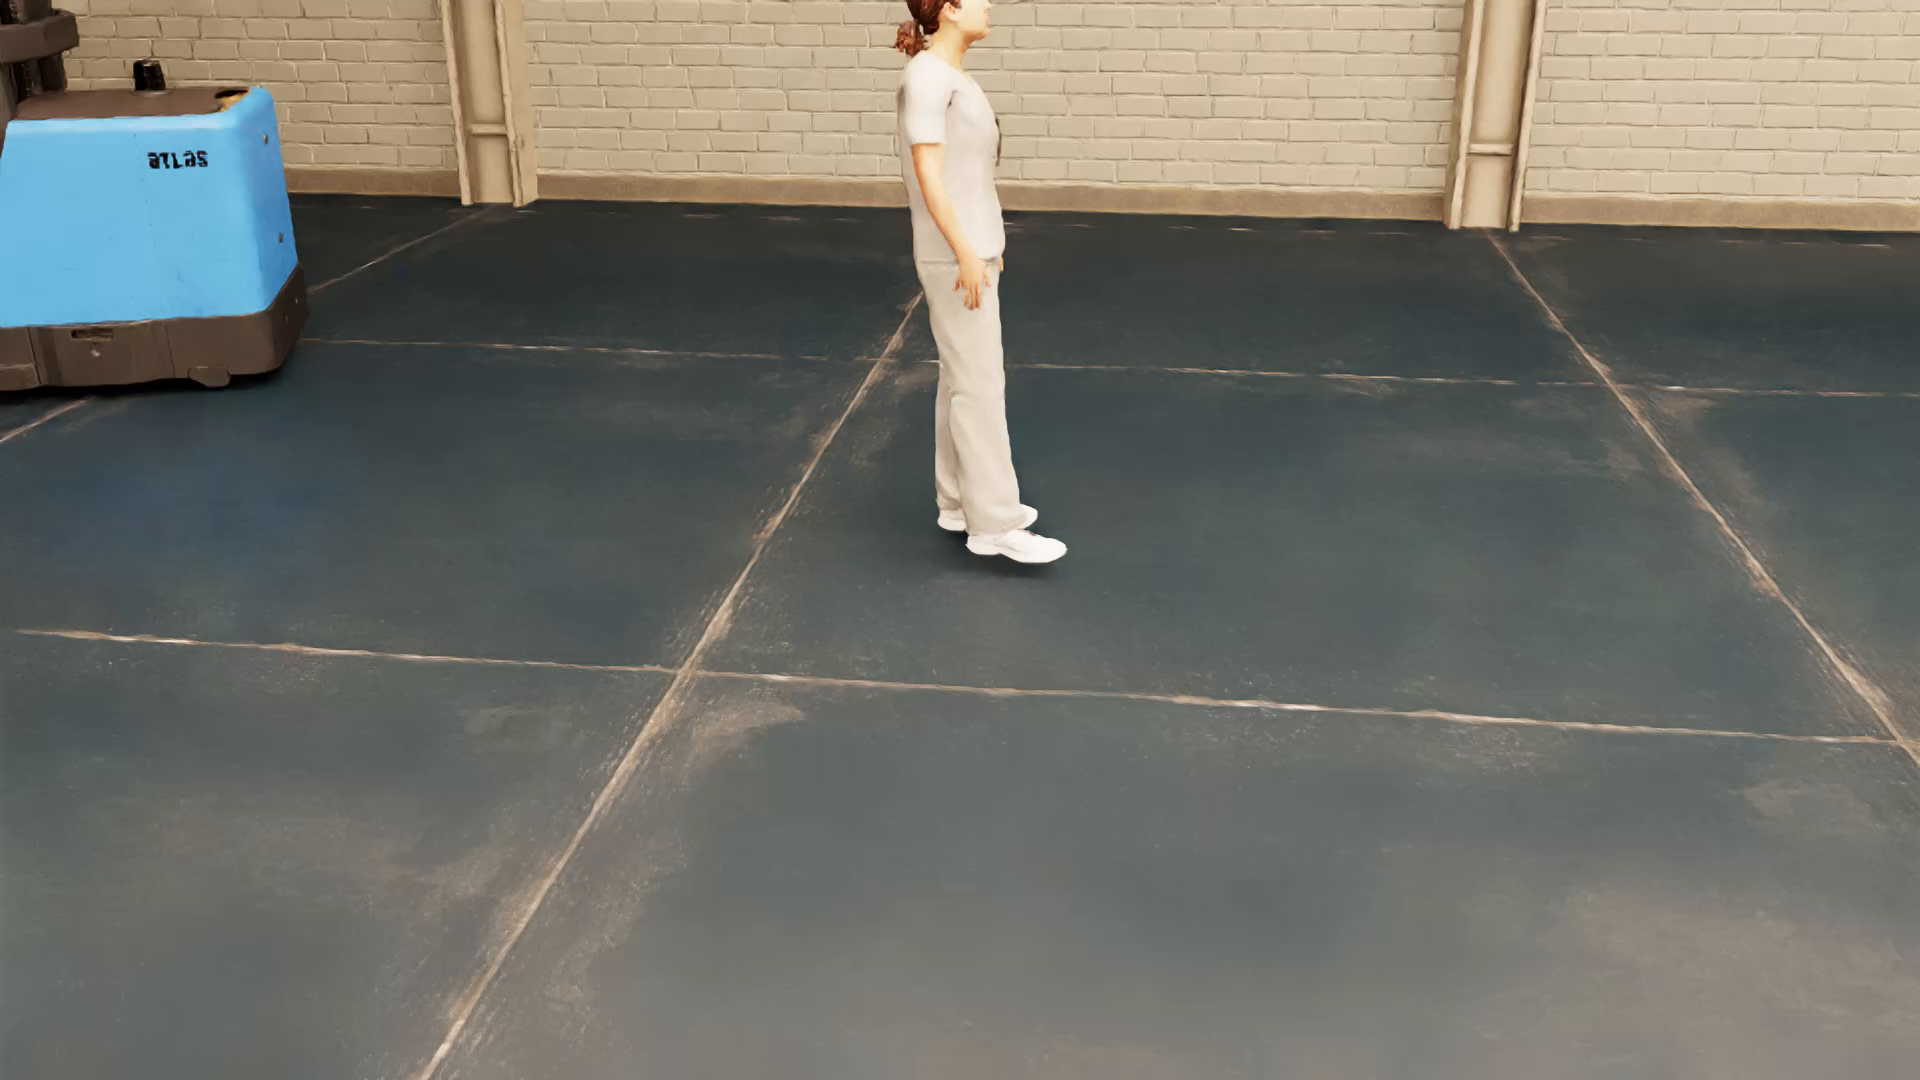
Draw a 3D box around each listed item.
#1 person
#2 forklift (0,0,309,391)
[{"bbox_3d":[0.071,-0.812,4.826,0.549,1.672,0.550,3,22,7],"label":"person"},{"bbox_3d":[-4.323,-2.029,6.292,3.031,2.935,1.130,-5,22,-12],"label":"forklift"}]
